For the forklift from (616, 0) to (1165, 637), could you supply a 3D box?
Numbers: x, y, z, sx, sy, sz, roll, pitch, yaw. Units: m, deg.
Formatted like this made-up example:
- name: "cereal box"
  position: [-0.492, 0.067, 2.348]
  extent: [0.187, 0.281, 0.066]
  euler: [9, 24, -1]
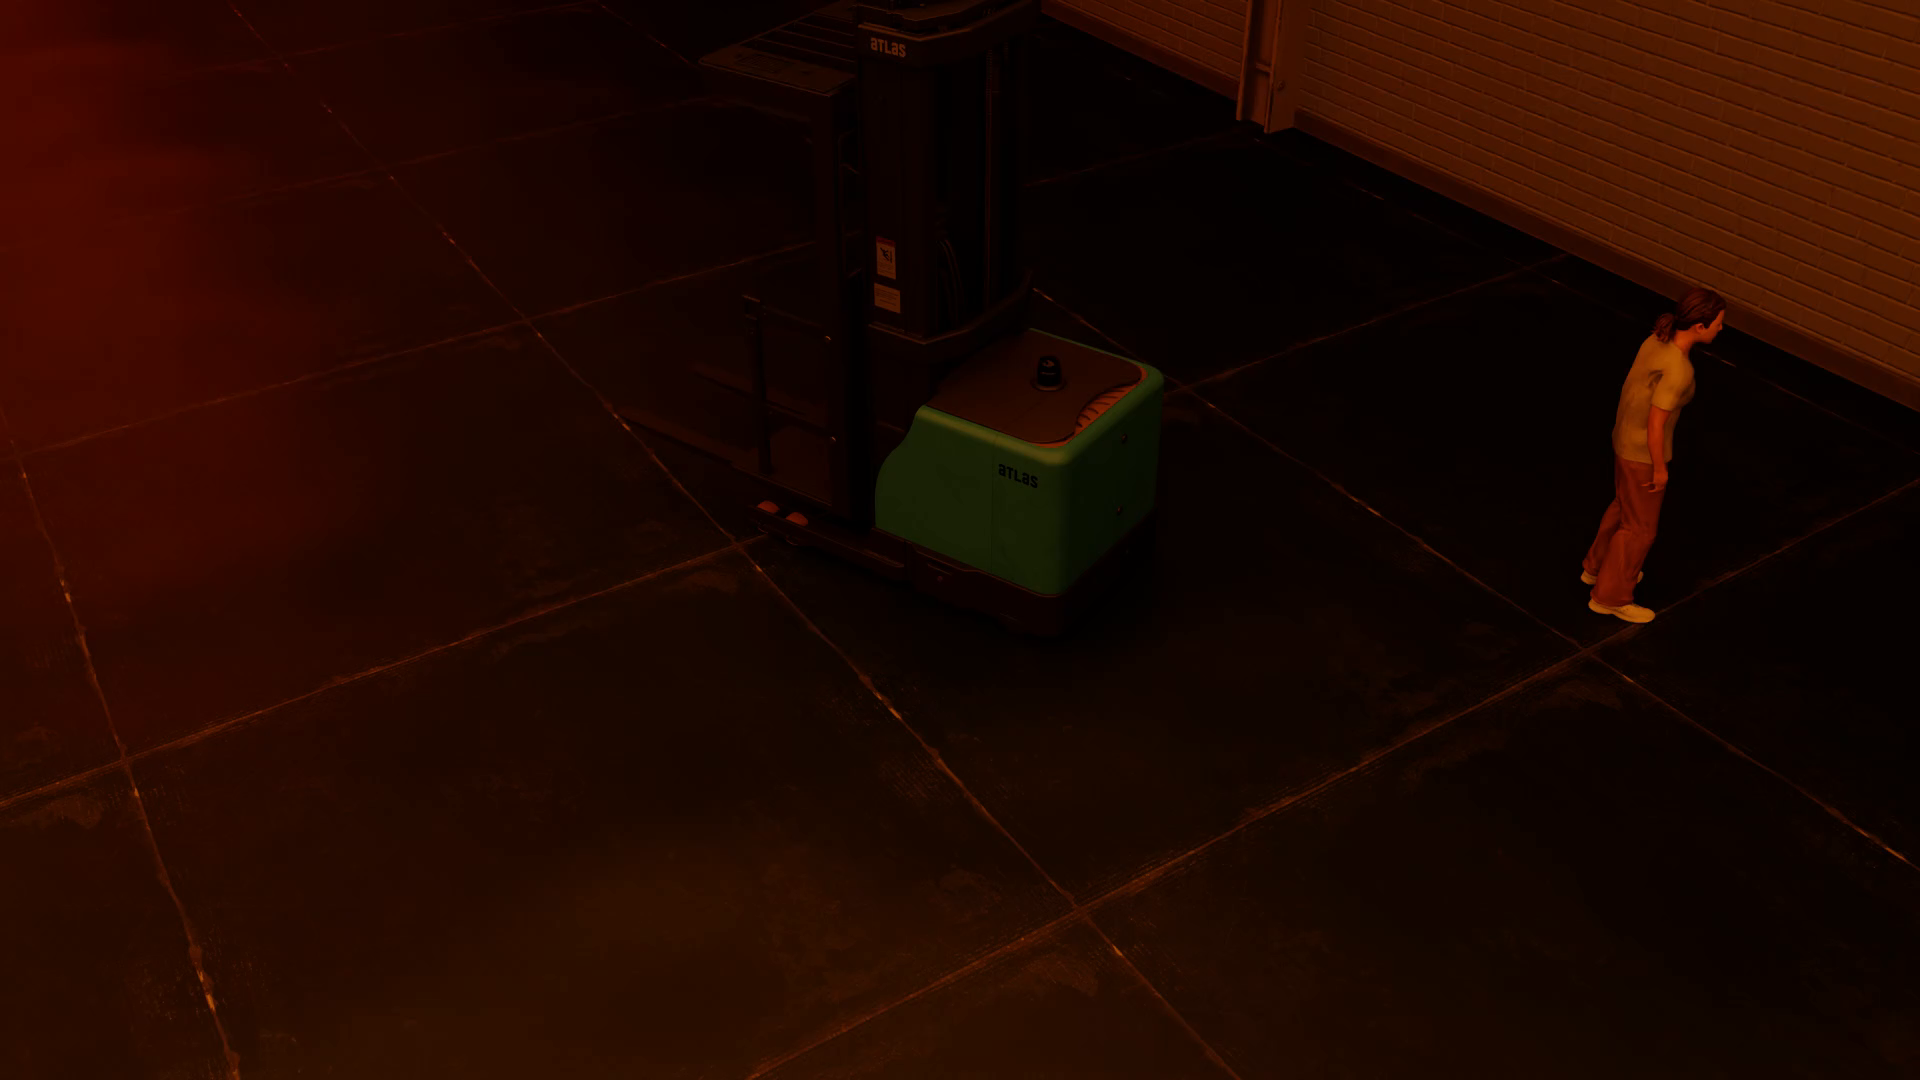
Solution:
- name: "forklift"
  position: [-0.500, -1.399, 8.138]
  extent: [3.031, 2.935, 1.130]
  euler: [22, 41, 28]

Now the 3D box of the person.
- name: "person"
  position: [3.251, -0.420, 7.840]
  extent: [0.355, 1.673, 0.499]
  euler: [6, 35, 8]
